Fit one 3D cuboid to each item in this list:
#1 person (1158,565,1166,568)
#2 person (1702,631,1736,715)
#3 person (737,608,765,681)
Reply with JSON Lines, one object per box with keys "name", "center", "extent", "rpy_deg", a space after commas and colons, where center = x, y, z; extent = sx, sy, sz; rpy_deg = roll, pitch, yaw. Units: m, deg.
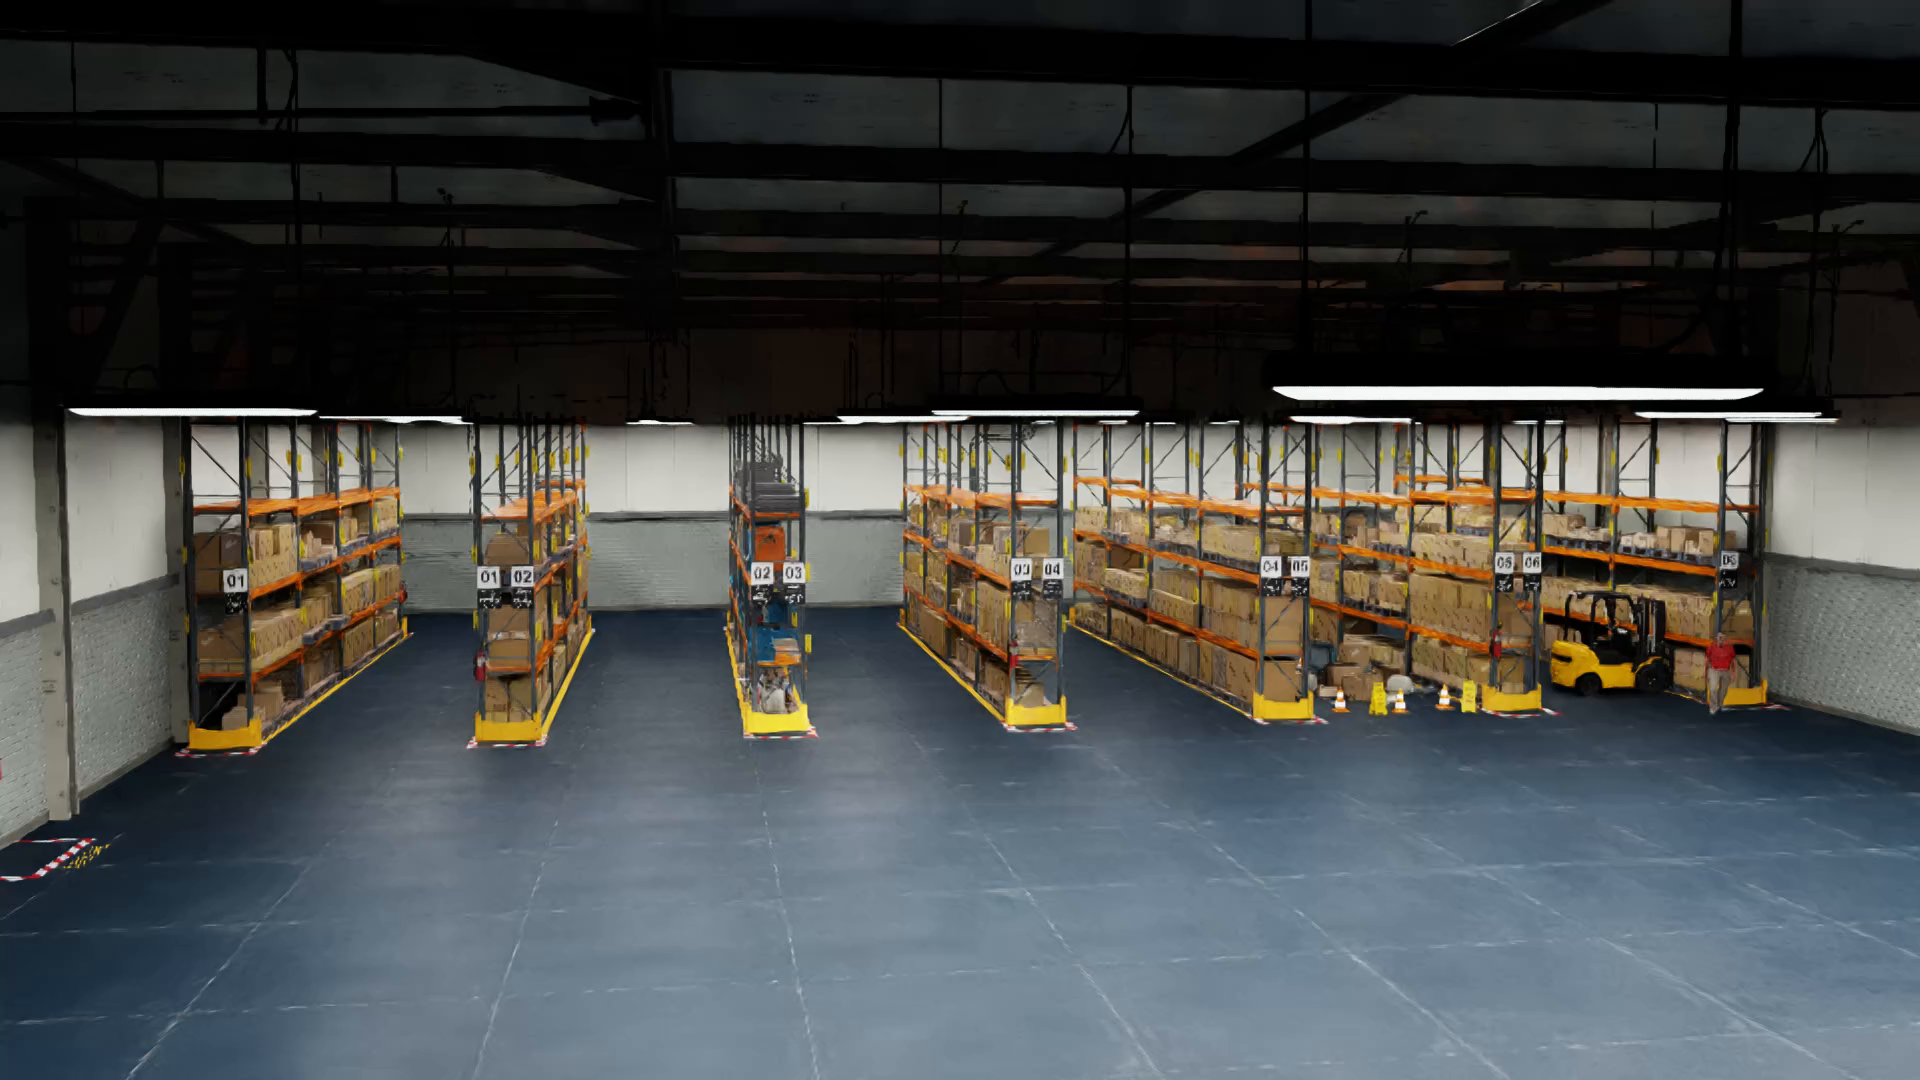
{"name": "person", "center": [5.754, 1.605, 47.601], "extent": [0.586, 1.736, 0.653], "rpy_deg": [1, 4, 18]}
{"name": "person", "center": [15.129, 2.637, 33.122], "extent": [0.582, 1.667, 0.981], "rpy_deg": [1, 4, 12]}
{"name": "person", "center": [-4.534, 2.260, 36.076], "extent": [0.562, 1.575, 0.578], "rpy_deg": [-2, 4, -22]}
